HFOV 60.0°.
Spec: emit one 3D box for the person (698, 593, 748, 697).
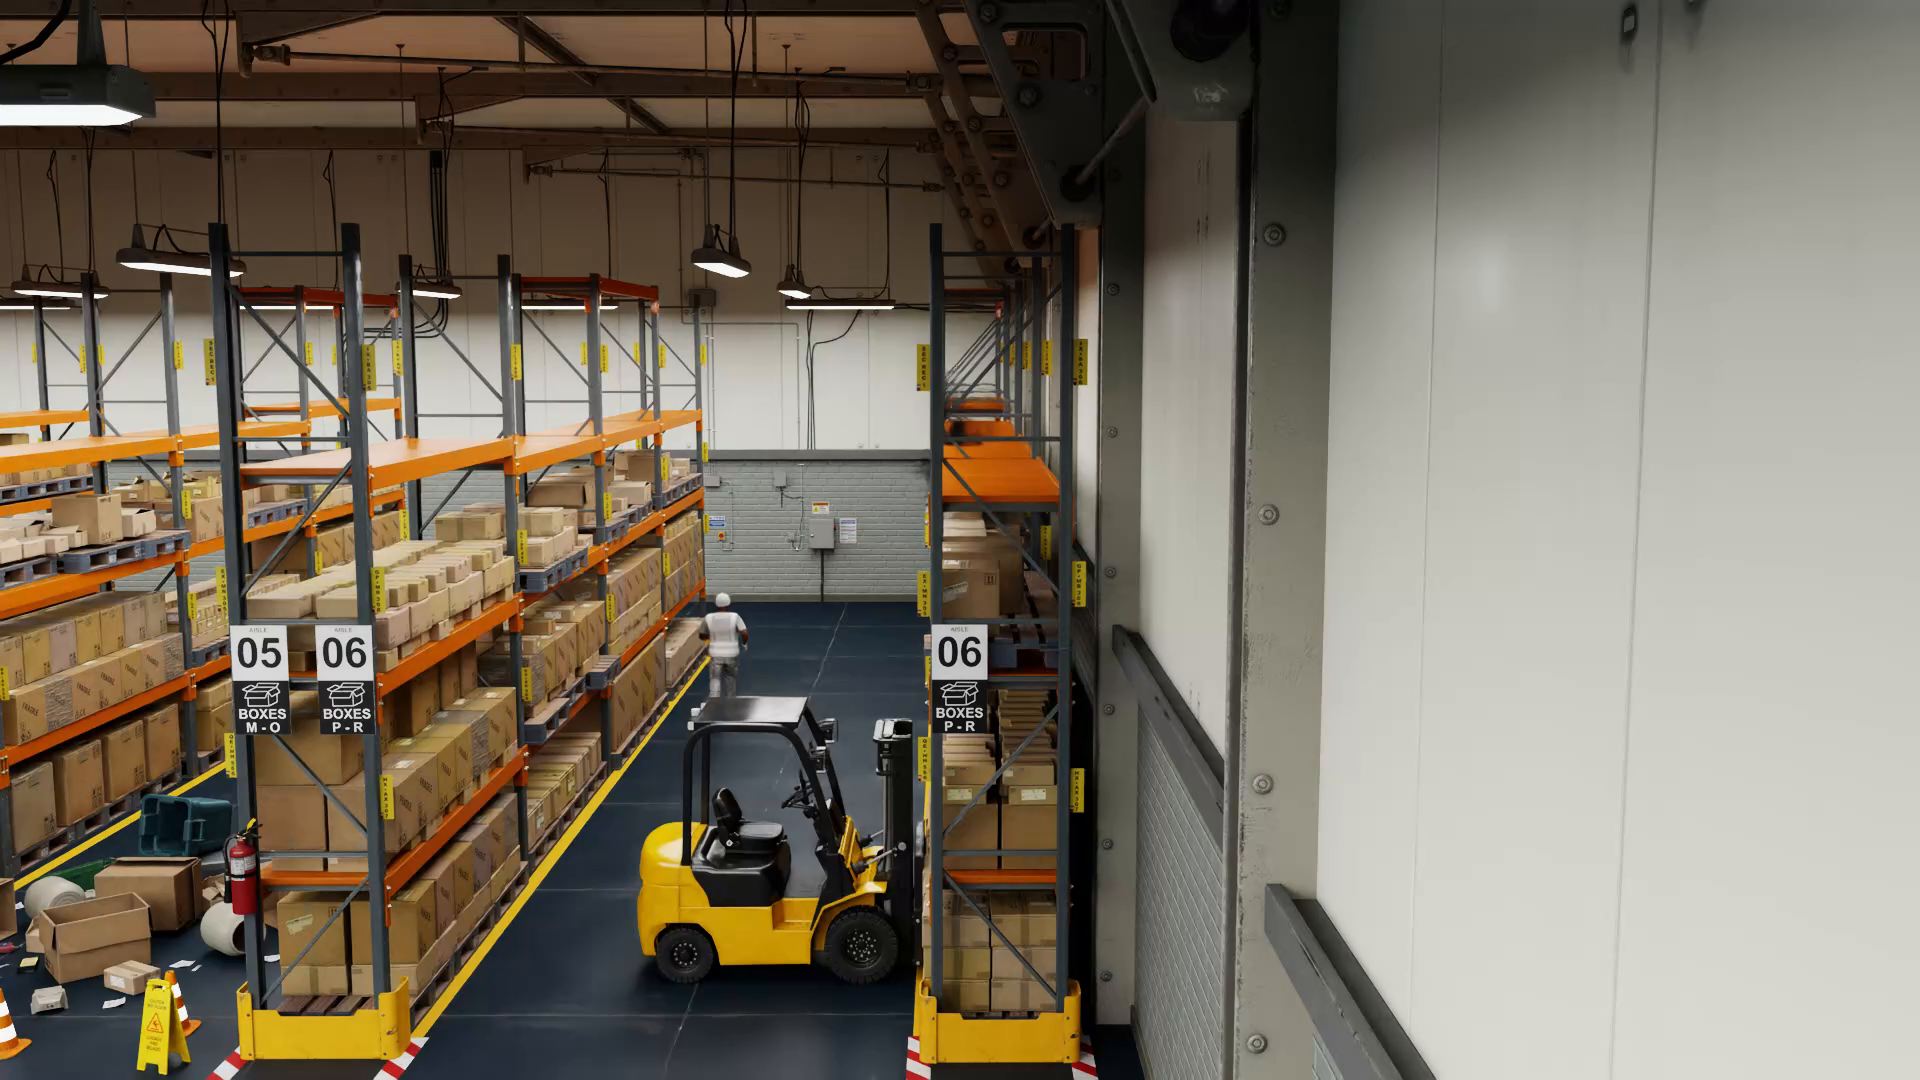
[{"bbox_3d":[-3.284,1.598,23.141,0.698,1.757,0.886,0,7,-3],"label":"person"}]
